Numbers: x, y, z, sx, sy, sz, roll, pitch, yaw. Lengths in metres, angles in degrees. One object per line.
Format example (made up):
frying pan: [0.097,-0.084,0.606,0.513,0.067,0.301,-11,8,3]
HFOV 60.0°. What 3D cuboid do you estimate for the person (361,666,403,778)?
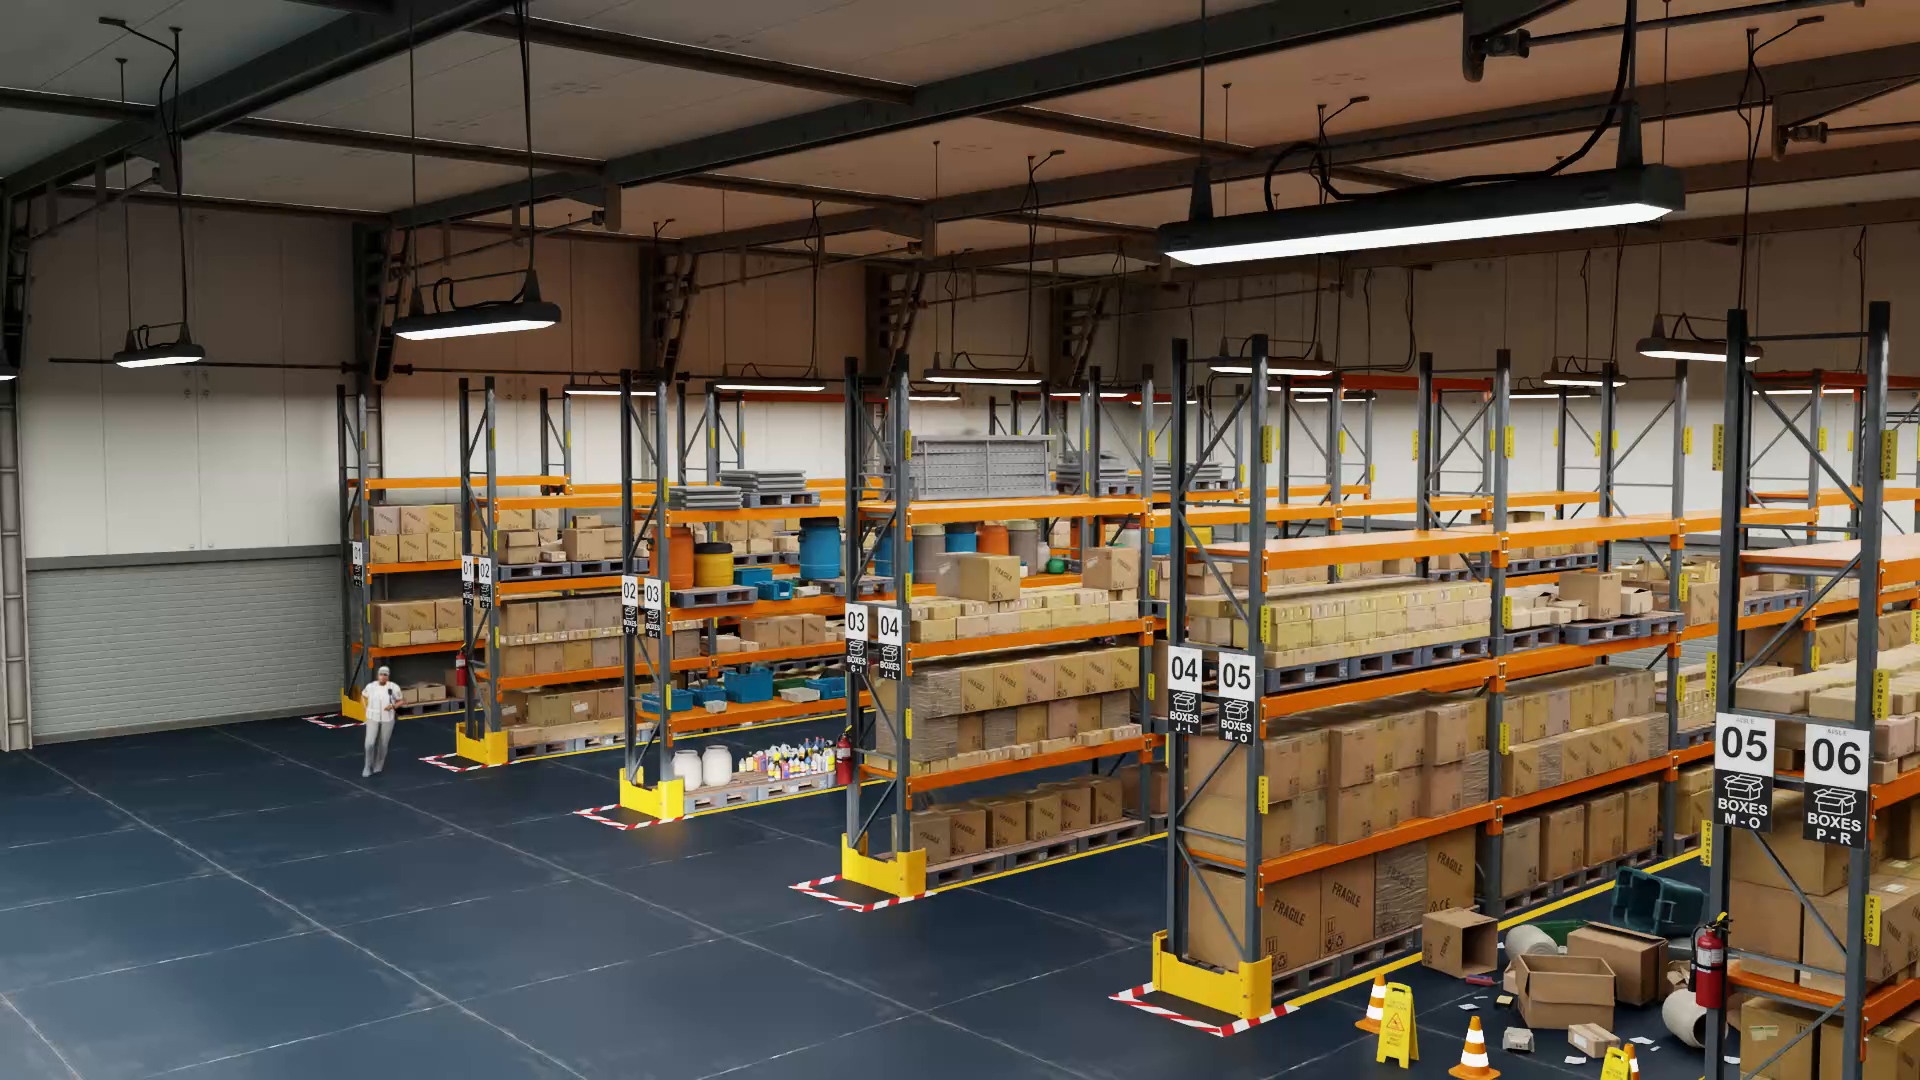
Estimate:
person: [-8.663,2.725,24.937,0.604,1.679,0.628,-1,4,-18]

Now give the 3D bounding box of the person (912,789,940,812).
person: [-0.519,2.873,21.633,0.777,1.795,0.640,-3,5,-43]

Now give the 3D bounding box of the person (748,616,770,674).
person: [-3.793,2.259,31.689,0.605,1.648,0.571,3,5,42]
